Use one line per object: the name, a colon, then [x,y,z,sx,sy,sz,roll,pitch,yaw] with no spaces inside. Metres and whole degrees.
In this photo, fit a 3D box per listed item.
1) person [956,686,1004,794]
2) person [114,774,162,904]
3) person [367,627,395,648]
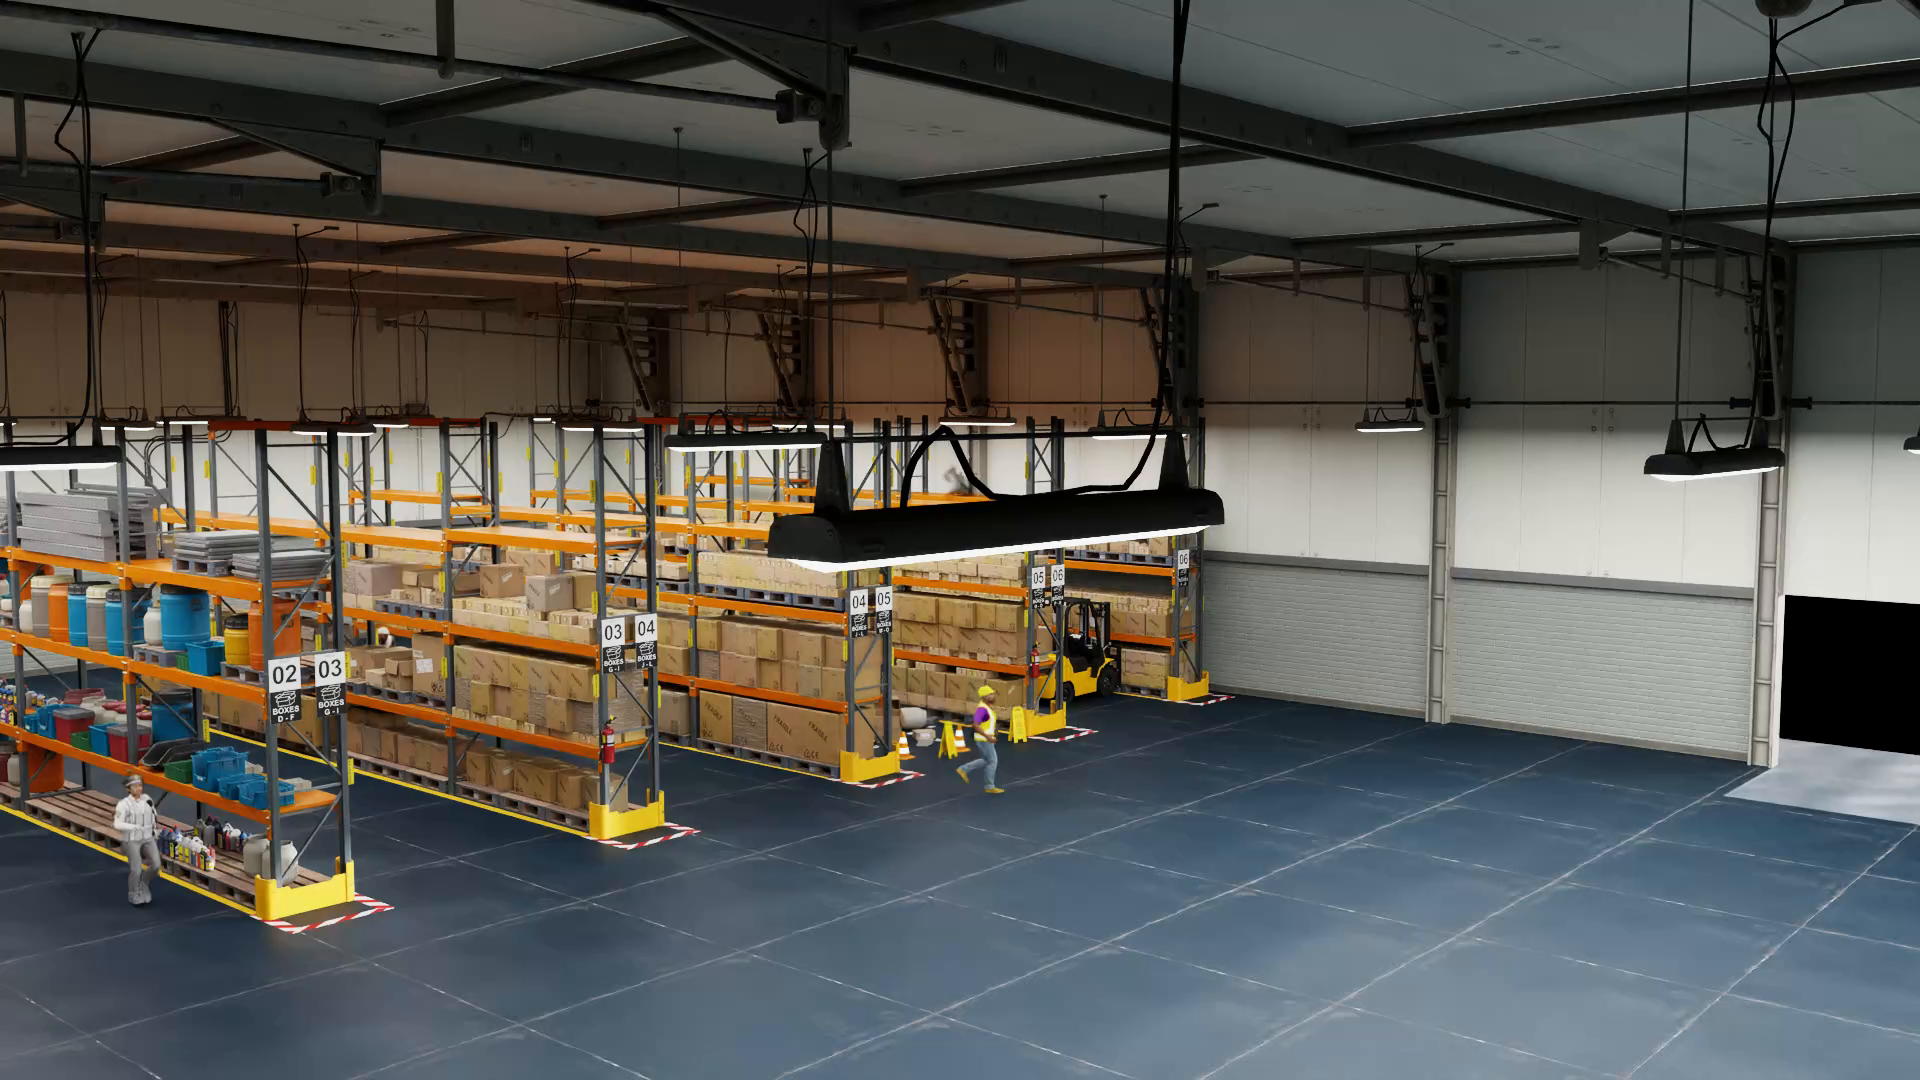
person: [0.326,3.221,26.907,0.785,1.756,0.694,0,5,5]
person: [-10.250,3.761,20.839,0.576,1.659,0.599,4,6,37]
person: [-12.202,2.613,35.112,0.706,1.614,0.848,-5,7,-44]
